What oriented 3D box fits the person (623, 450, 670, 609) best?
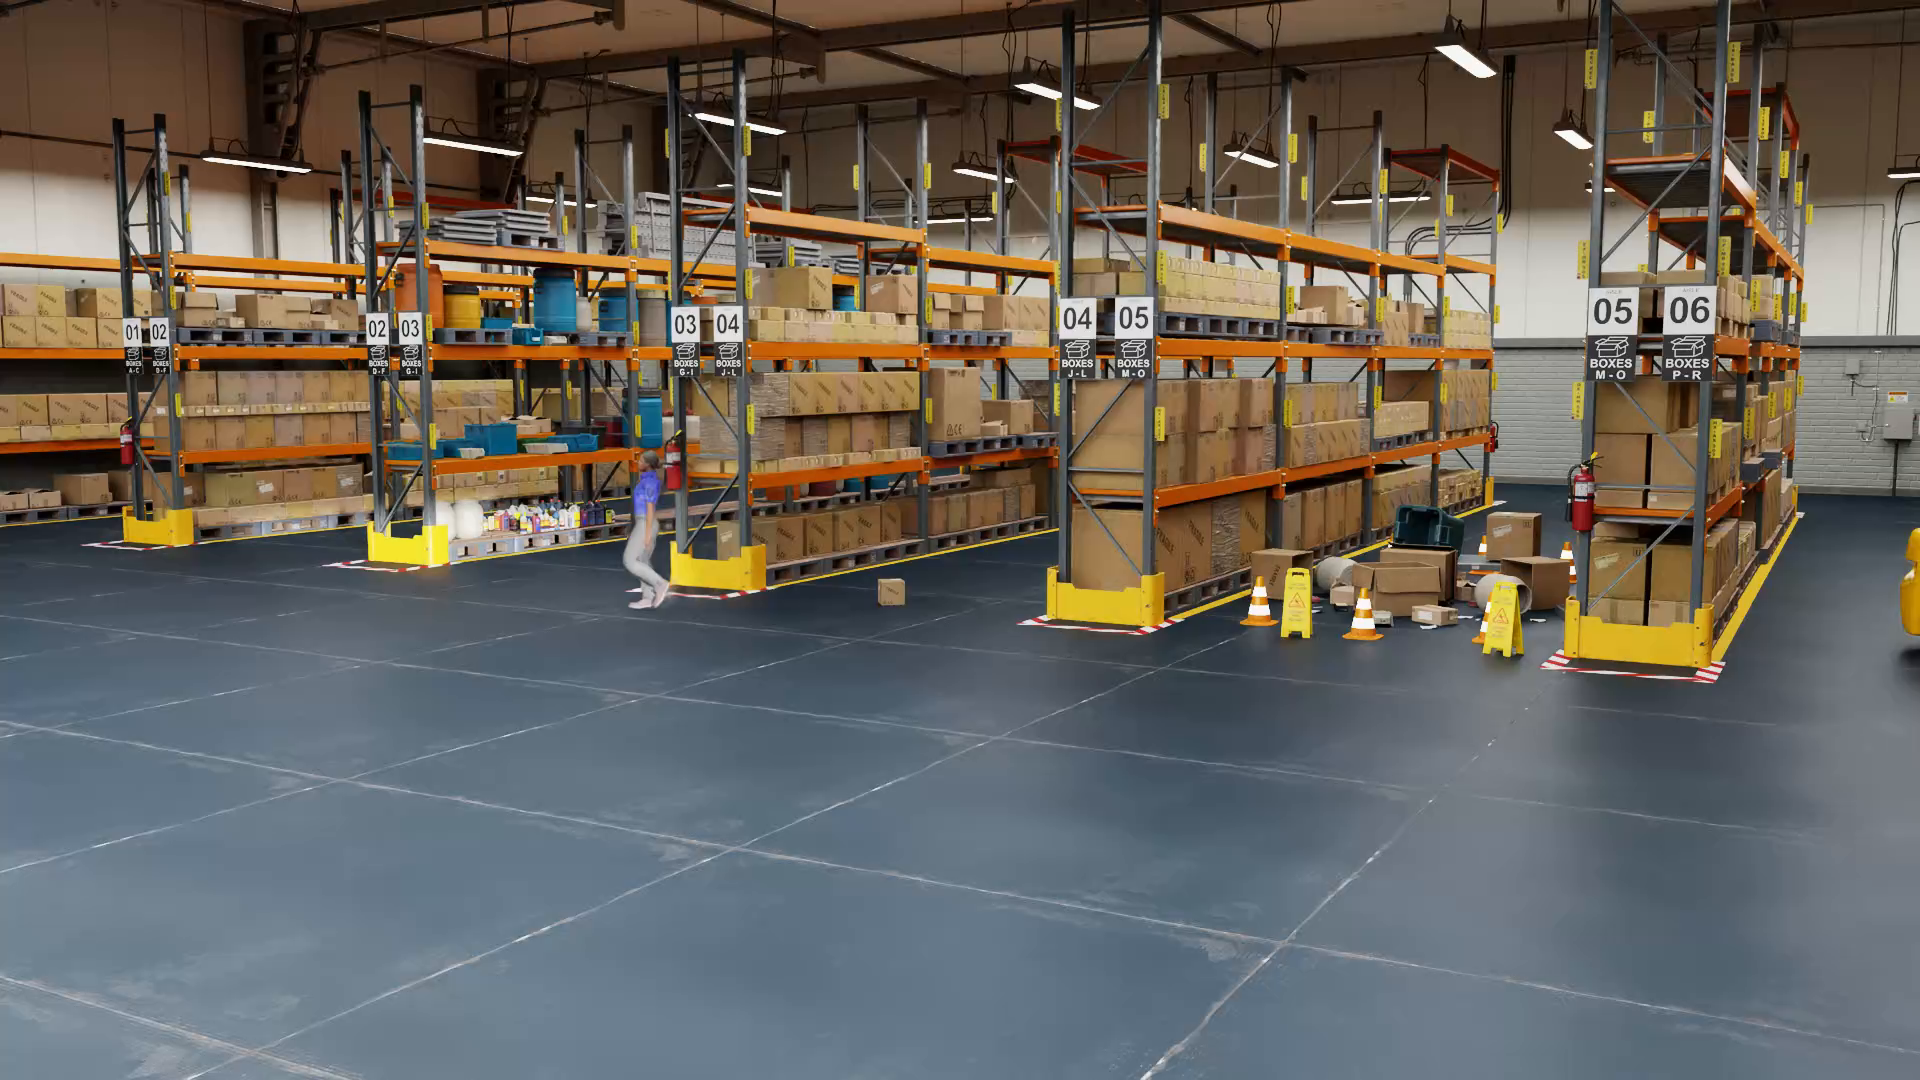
[{"bbox_3d":[-3.249,-0.101,17.212,0.475,1.634,0.465,-1,6,-9],"label":"person"}]
